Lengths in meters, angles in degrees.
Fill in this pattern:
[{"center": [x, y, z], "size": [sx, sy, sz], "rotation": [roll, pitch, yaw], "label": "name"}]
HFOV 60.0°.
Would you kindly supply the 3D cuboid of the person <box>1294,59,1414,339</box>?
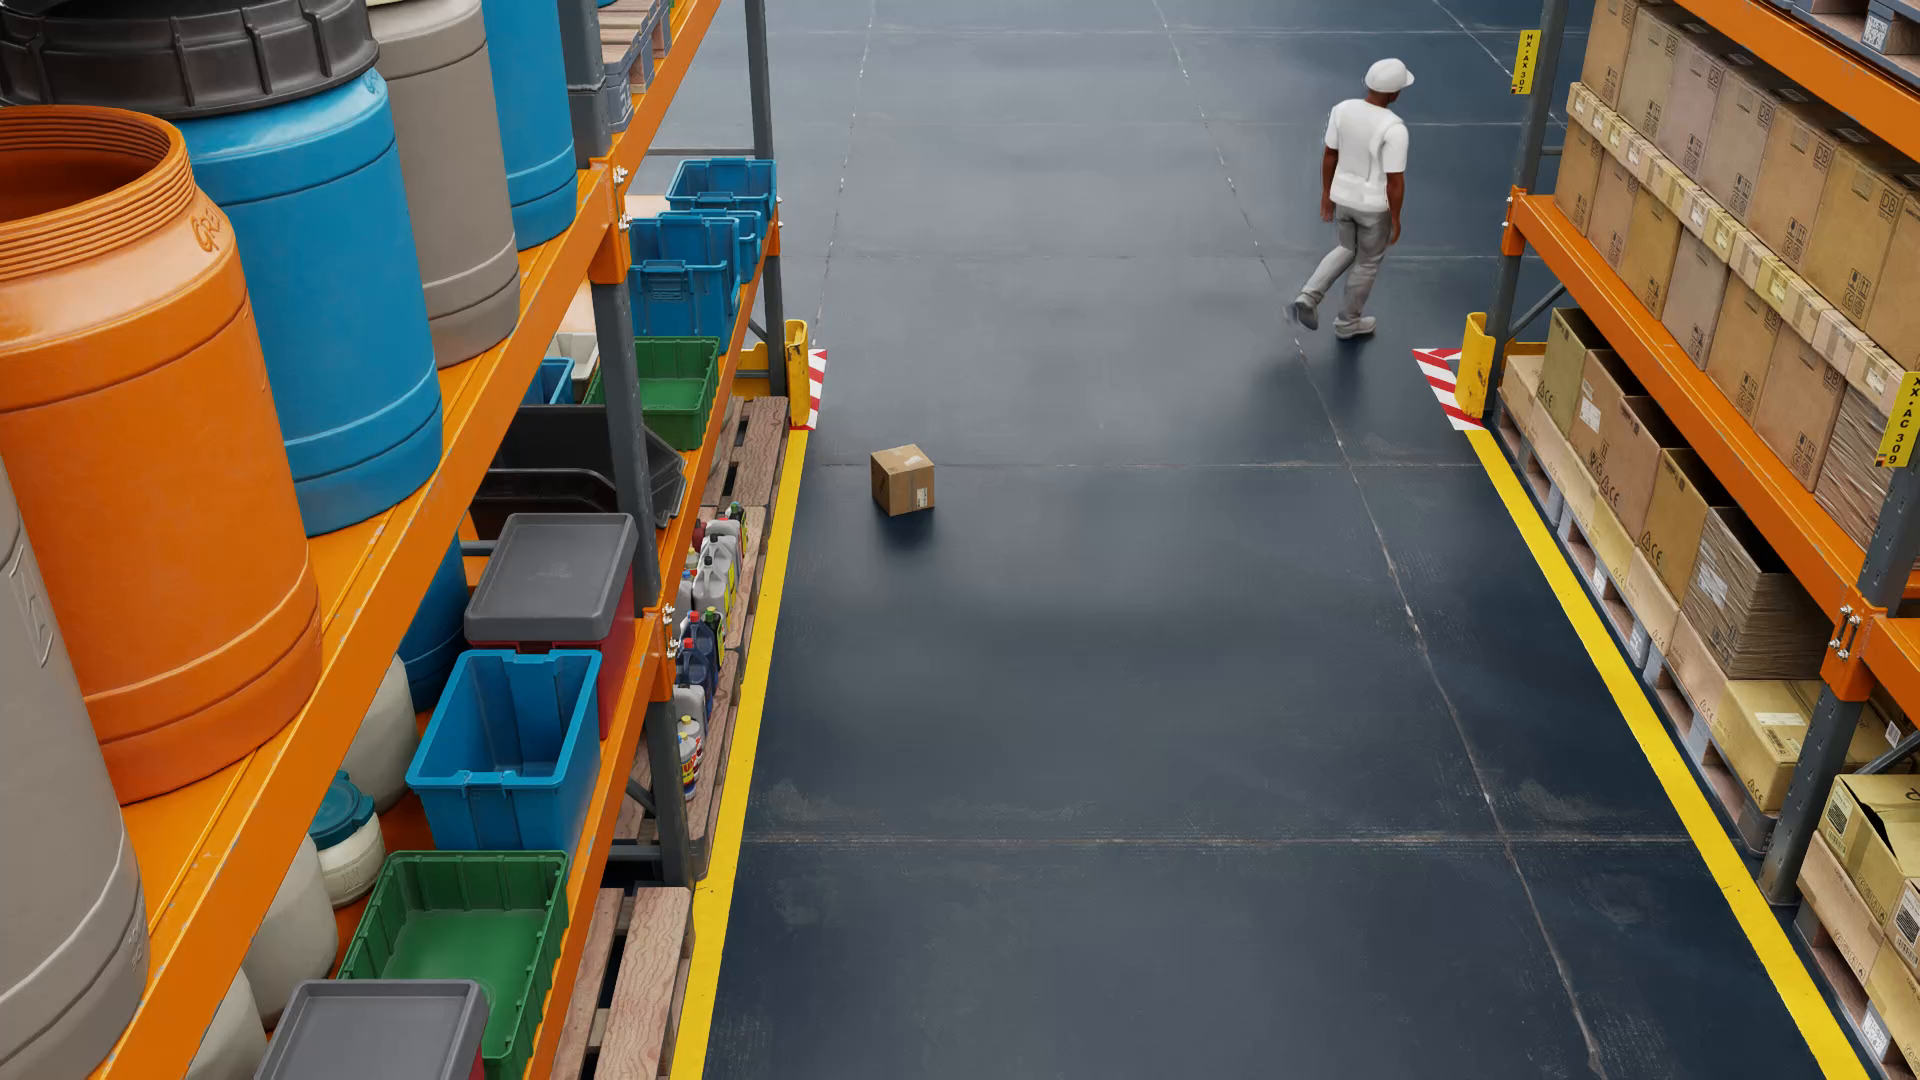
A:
[{"center": [2.370, -1.994, 9.864], "size": [0.586, 1.744, 0.577], "rotation": [-22, 37, -31], "label": "person"}]
